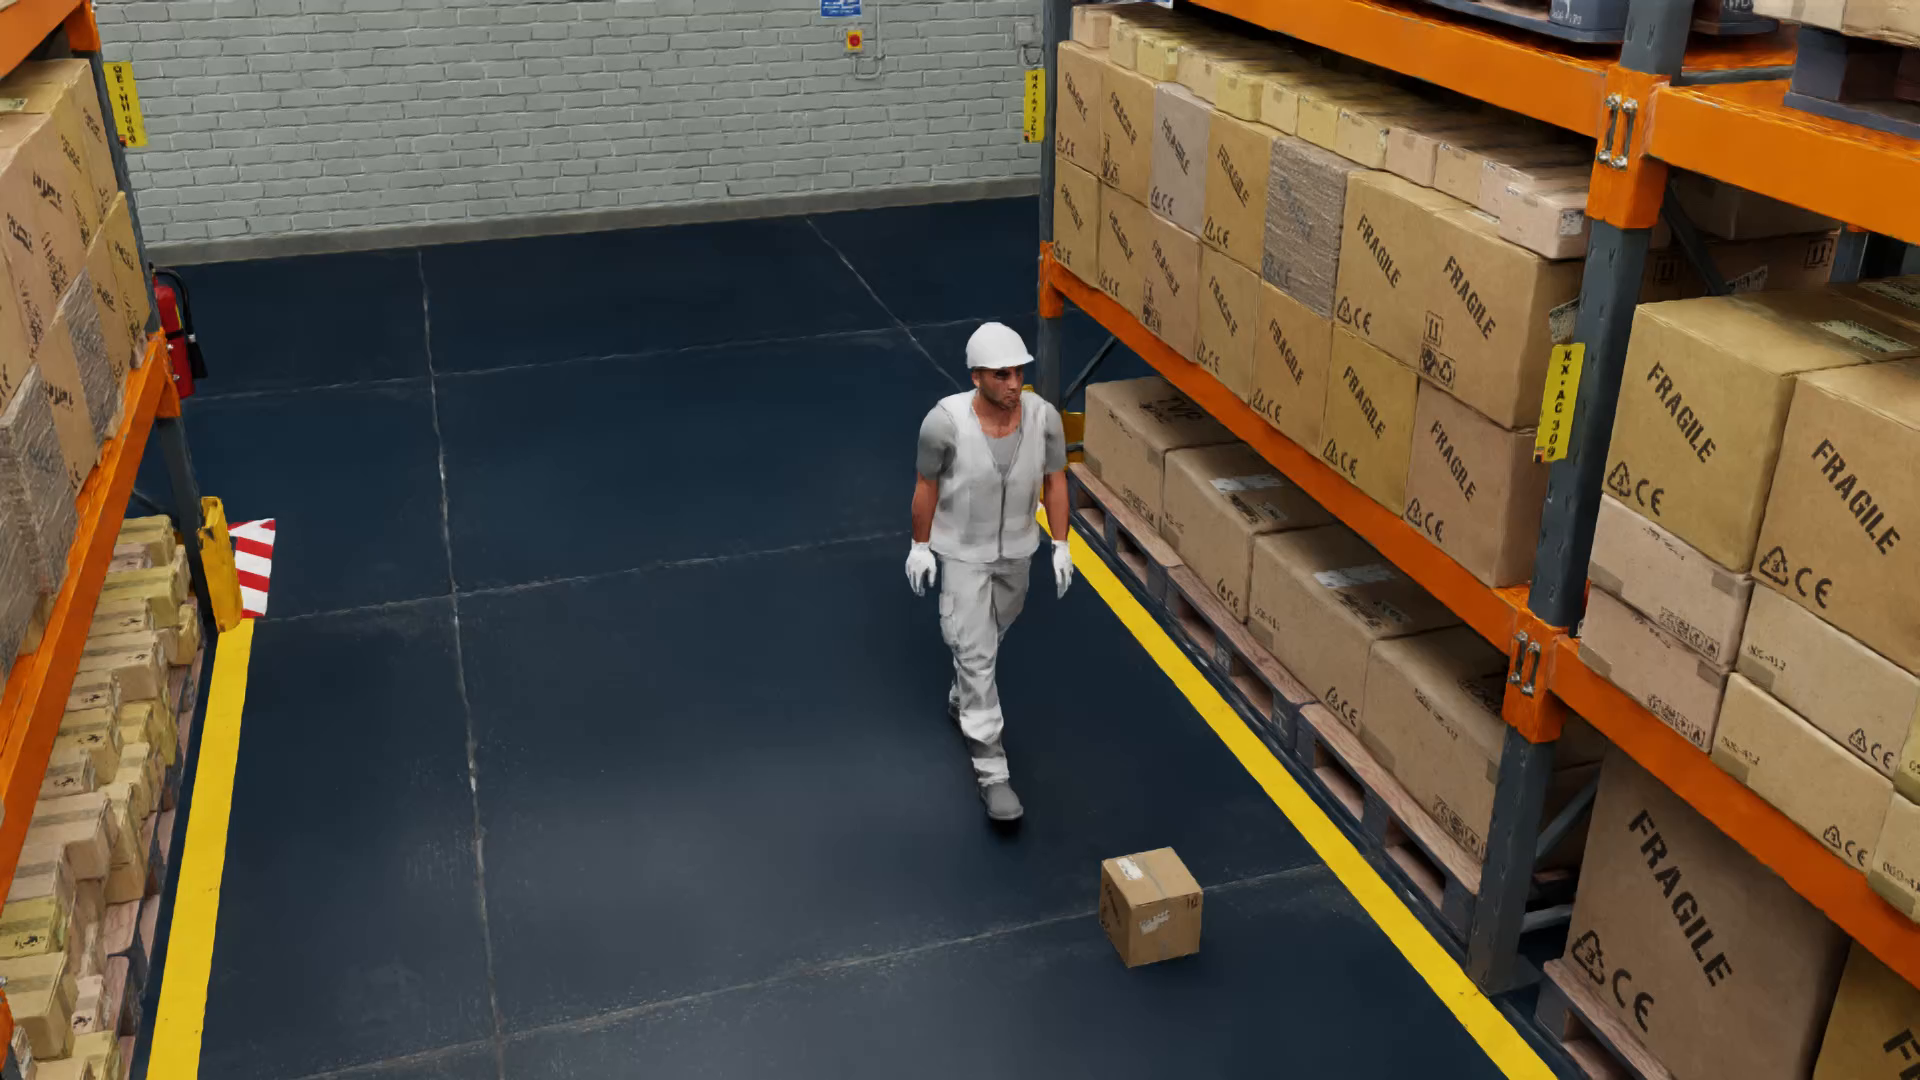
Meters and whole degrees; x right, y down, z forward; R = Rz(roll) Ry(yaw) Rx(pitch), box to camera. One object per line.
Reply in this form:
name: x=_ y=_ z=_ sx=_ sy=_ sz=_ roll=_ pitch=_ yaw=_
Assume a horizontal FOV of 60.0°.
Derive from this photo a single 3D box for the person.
person: x=0.148 y=0.074 z=5.922 sx=0.570 sy=1.751 sz=0.895 roll=-11 pitch=28 yaw=-21
